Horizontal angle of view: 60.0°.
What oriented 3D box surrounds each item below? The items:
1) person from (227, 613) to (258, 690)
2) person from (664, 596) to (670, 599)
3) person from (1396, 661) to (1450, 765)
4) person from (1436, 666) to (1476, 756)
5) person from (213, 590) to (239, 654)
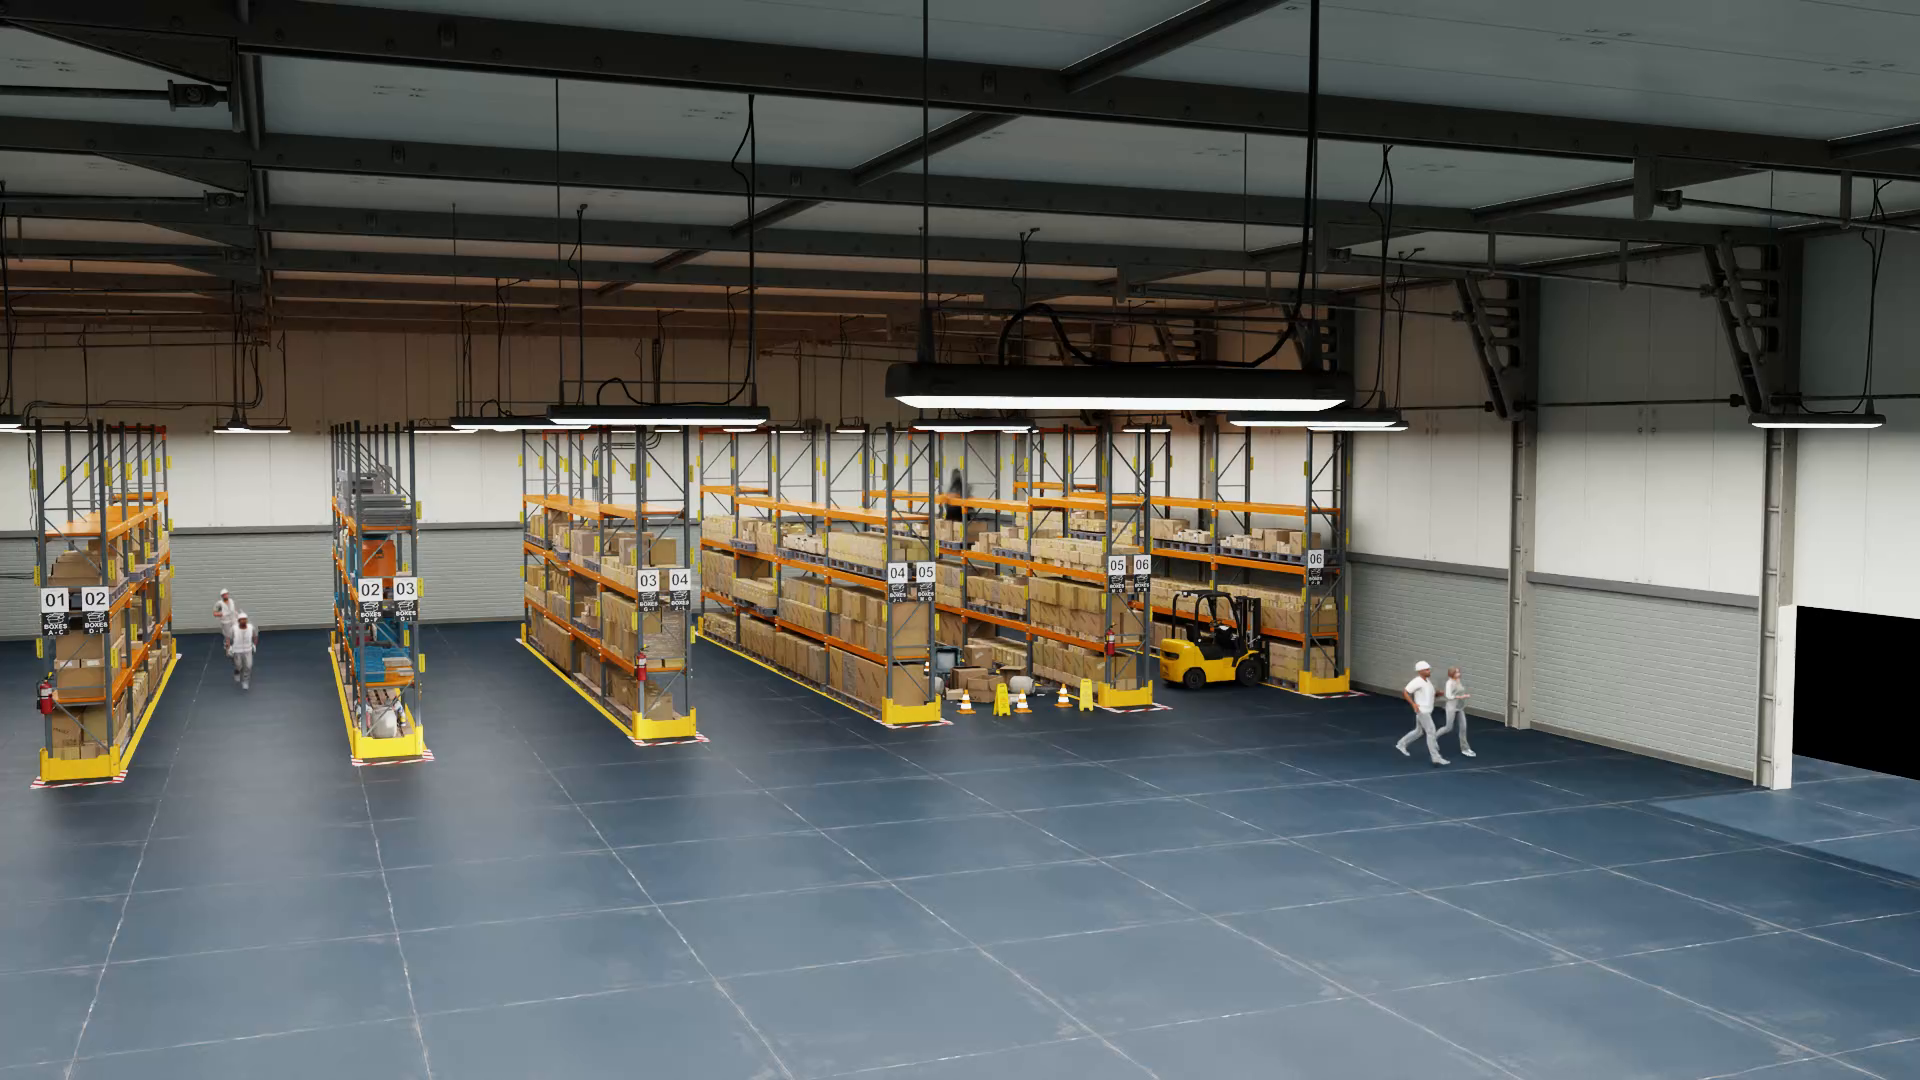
[{"bbox_3d":[-16.241,2.510,37.664,0.668,1.728,0.639,-2,4,-31],"label":"person"},{"bbox_3d":[-8.336,1.985,46.726,0.607,1.719,0.770,-1,4,-12],"label":"person"},{"bbox_3d":[8.095,2.994,29.050,0.987,1.755,0.699,2,4,29],"label":"person"},{"bbox_3d":[8.846,3.049,29.819,0.540,1.586,0.878,-3,5,-43],"label":"person"},{"bbox_3d":[-18.947,2.142,42.961,0.992,1.743,0.683,3,5,43],"label":"person"}]
